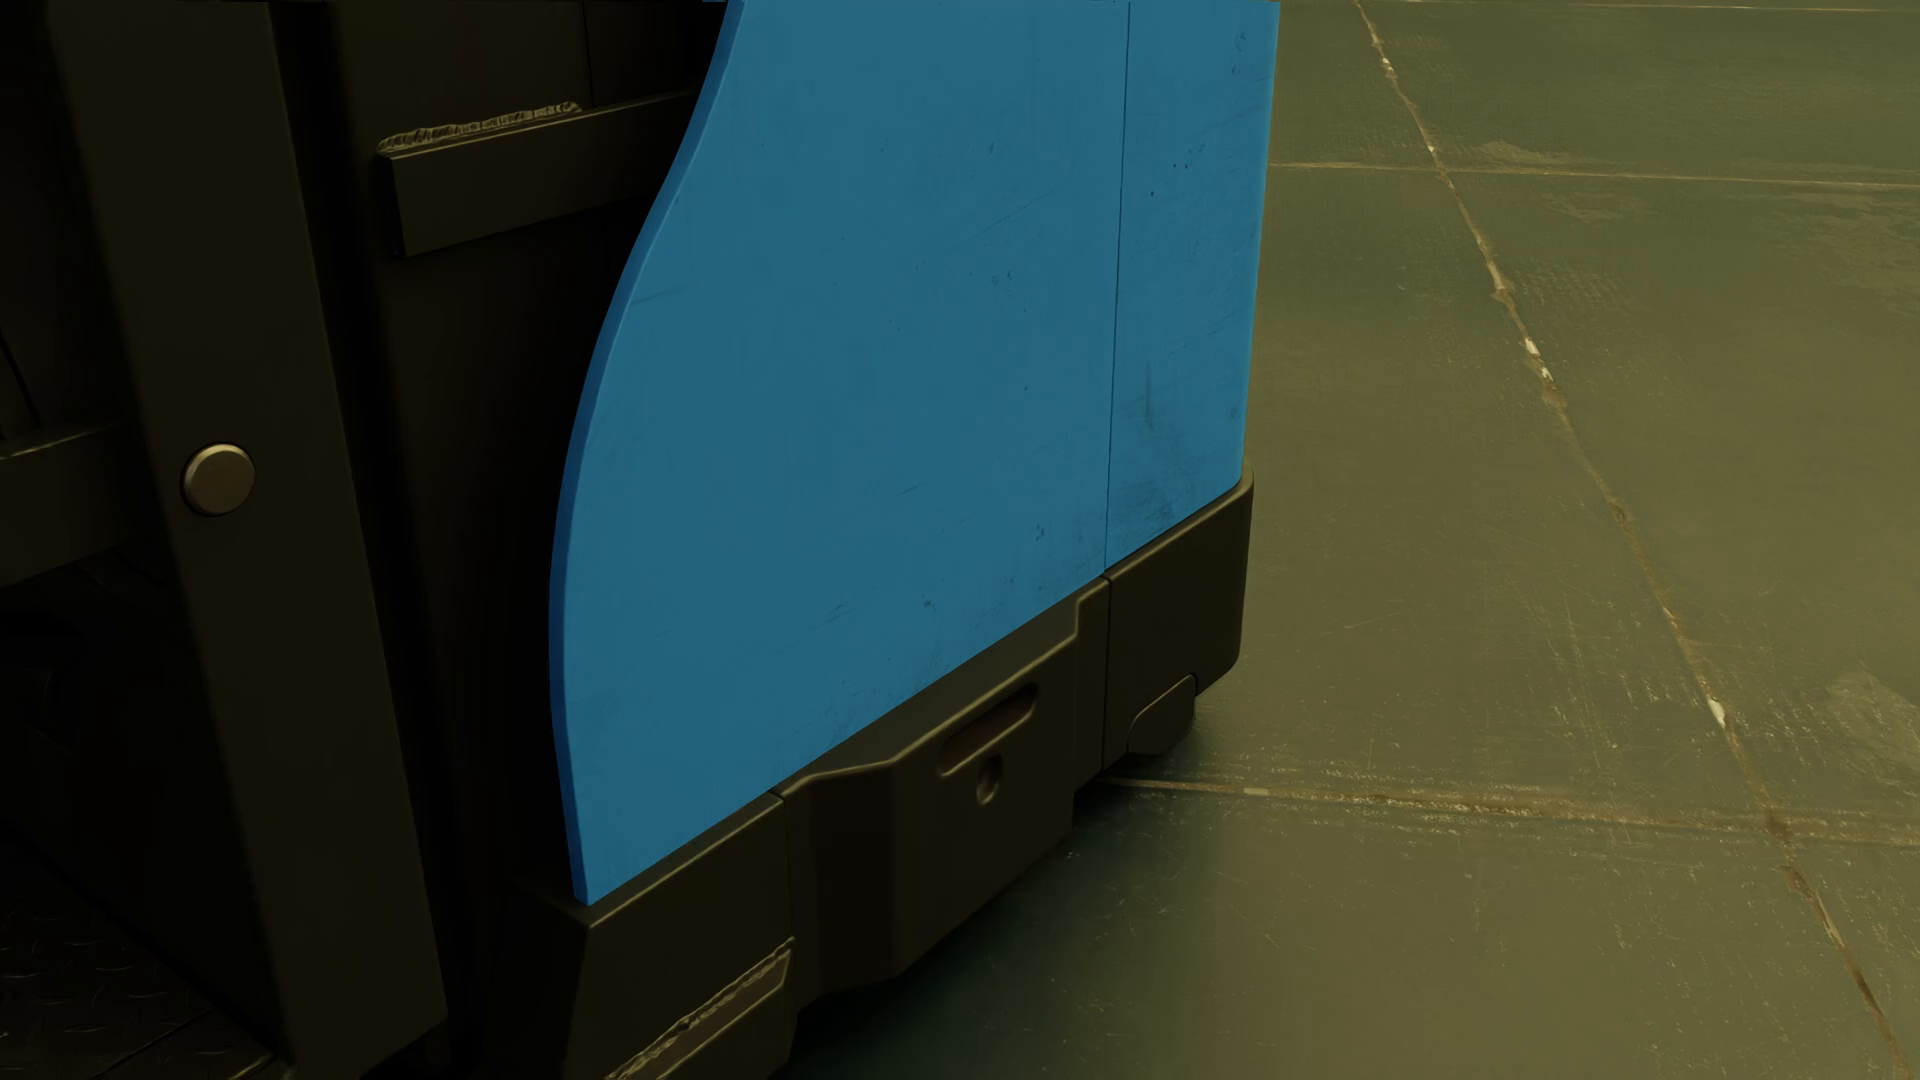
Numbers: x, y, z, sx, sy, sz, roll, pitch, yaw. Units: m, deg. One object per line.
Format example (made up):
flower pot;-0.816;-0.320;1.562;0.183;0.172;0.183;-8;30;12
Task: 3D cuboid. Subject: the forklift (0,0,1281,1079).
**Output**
forklift;-0.961;-0.740;0.700;1.130;2.935;3.031;19;32;34
